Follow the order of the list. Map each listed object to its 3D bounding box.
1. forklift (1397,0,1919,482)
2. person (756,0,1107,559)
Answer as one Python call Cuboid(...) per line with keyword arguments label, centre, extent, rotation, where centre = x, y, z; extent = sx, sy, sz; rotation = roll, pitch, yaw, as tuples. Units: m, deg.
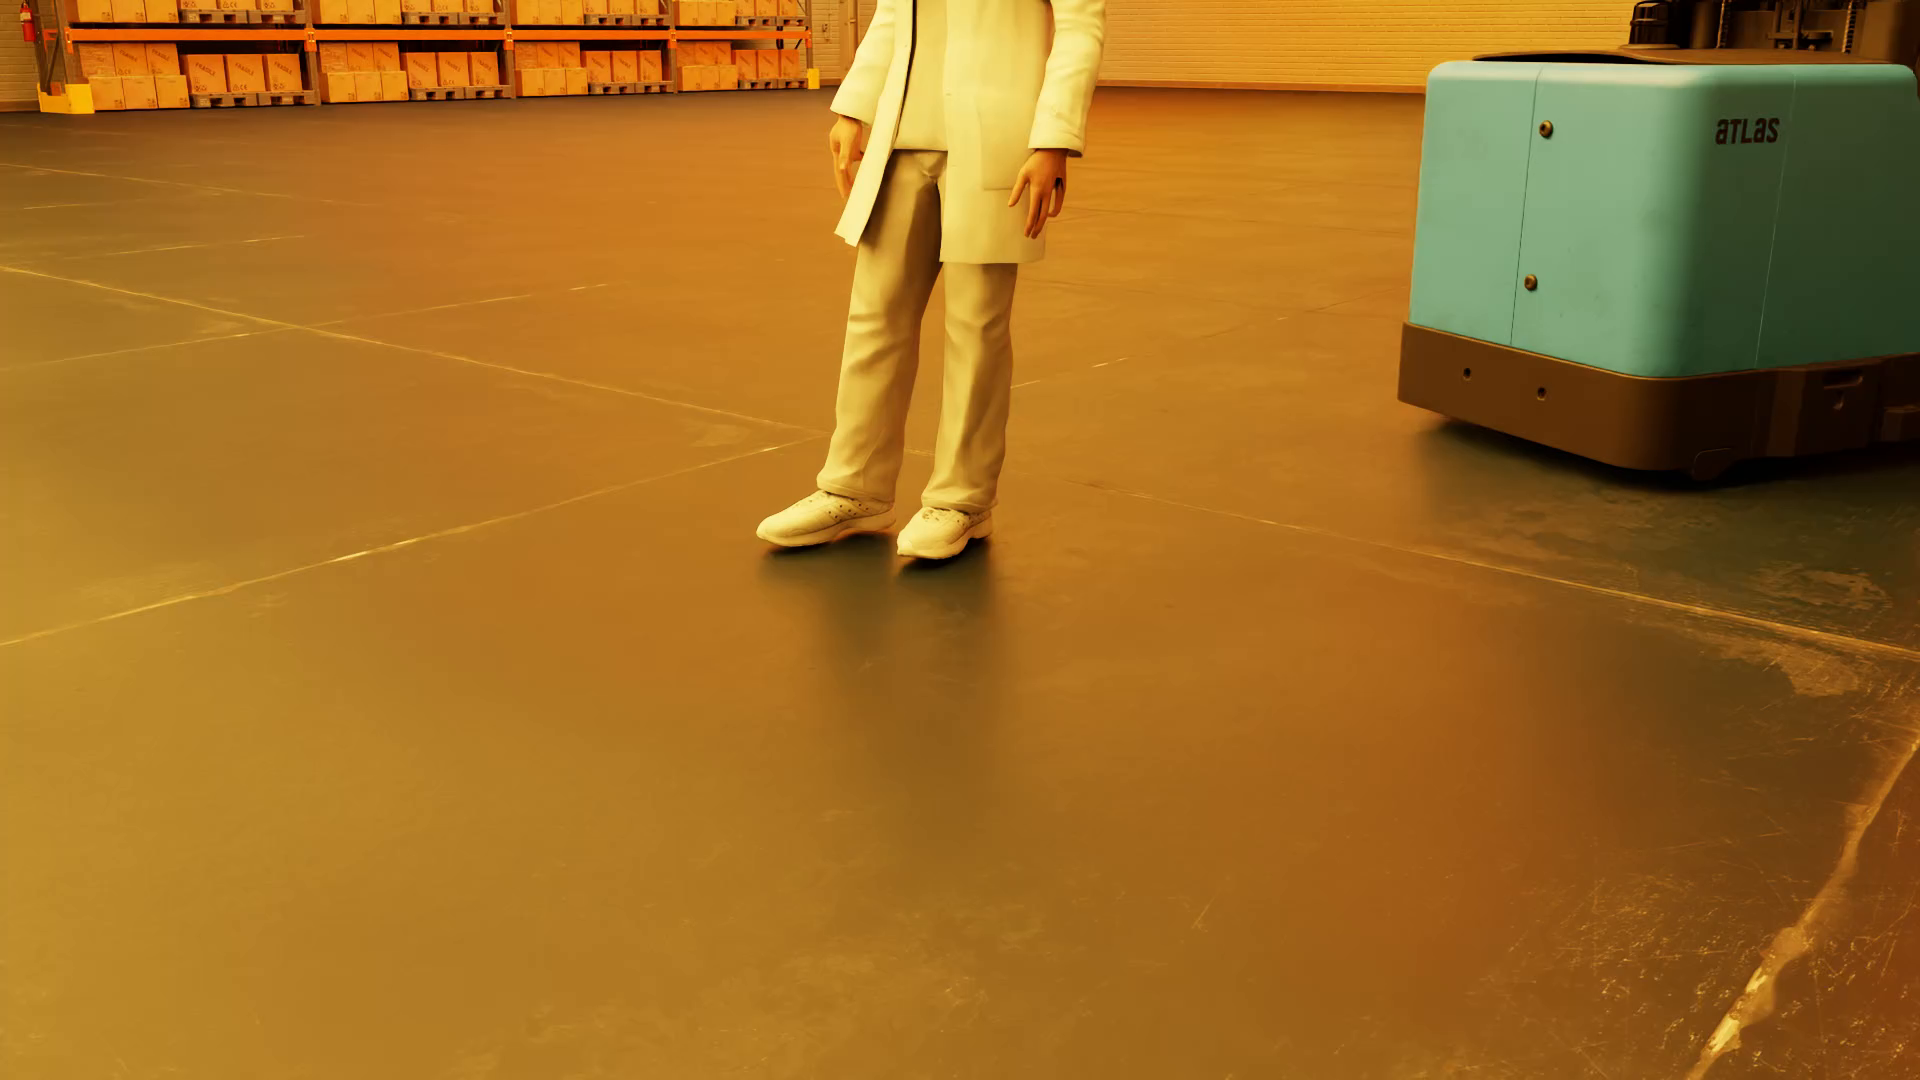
Cuboid(label="forklift", centre=(2.910, -1.819, 4.888), extent=(3.031, 2.935, 1.130), rotation=(-7, 18, -23))
Cuboid(label="person", centre=(-0.061, -0.838, 3.618), extent=(0.694, 1.776, 0.581), rotation=(13, 21, 37))
